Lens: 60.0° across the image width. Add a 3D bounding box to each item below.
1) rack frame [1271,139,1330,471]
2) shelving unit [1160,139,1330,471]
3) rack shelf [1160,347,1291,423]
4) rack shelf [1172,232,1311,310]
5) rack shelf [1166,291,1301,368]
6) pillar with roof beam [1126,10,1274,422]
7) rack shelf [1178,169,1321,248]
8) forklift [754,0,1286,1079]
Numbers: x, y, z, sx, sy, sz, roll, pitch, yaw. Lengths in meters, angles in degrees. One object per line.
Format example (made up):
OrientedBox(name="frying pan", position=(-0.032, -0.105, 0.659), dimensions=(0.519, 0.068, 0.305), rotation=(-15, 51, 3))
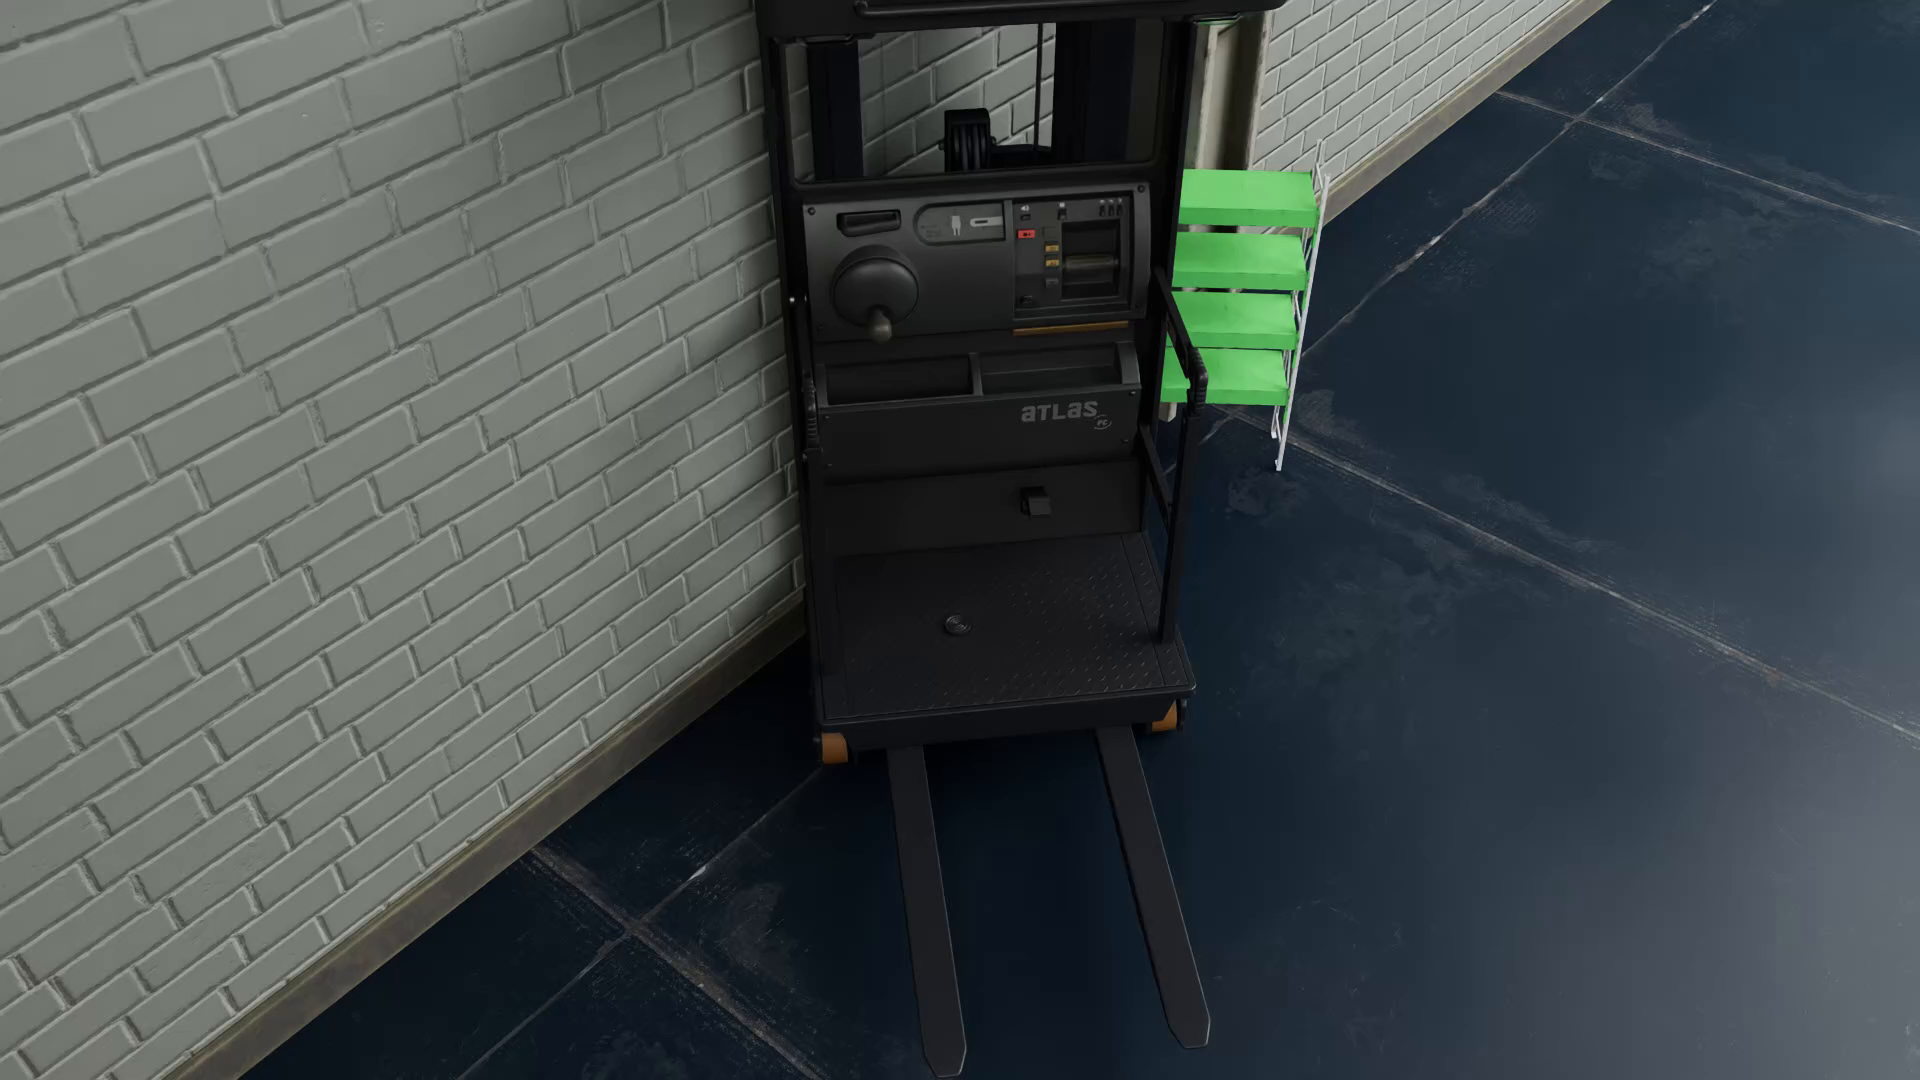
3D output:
OrientedBox(name="rack frame", position=(1.161, -0.775, 5.711), dimensions=(0.015, 1.200, 0.240), rotation=(2, 42, 2))
OrientedBox(name="shelving unit", position=(0.917, -0.784, 5.720), dimensions=(0.503, 1.200, 0.258), rotation=(2, 42, 2))
OrientedBox(name="rack shelf", position=(0.917, -0.559, 5.924), dimensions=(0.480, 0.148, 0.258), rotation=(2, 42, 2))
OrientedBox(name="rack shelf", position=(0.917, -0.914, 5.601), dimensions=(0.480, 0.148, 0.258), rotation=(2, 42, 2))
OrientedBox(name="rack shelf", position=(0.917, -0.736, 5.763), dimensions=(0.480, 0.148, 0.258), rotation=(2, 42, 2))
OrientedBox(name="pillar with roof beam", position=(4.083, -2.074, 1.342), dimensions=(9.100, 9.000, 0.400), rotation=(29, 50, 28))
OrientedBox(name="rack shelf", position=(0.917, -1.091, 5.440), dimensions=(0.480, 0.148, 0.258), rotation=(2, 42, 2))
OrientedBox(name="forklift", position=(0.080, -0.665, 4.303), dimensions=(1.130, 2.935, 3.031), rotation=(-5, 43, -5))
